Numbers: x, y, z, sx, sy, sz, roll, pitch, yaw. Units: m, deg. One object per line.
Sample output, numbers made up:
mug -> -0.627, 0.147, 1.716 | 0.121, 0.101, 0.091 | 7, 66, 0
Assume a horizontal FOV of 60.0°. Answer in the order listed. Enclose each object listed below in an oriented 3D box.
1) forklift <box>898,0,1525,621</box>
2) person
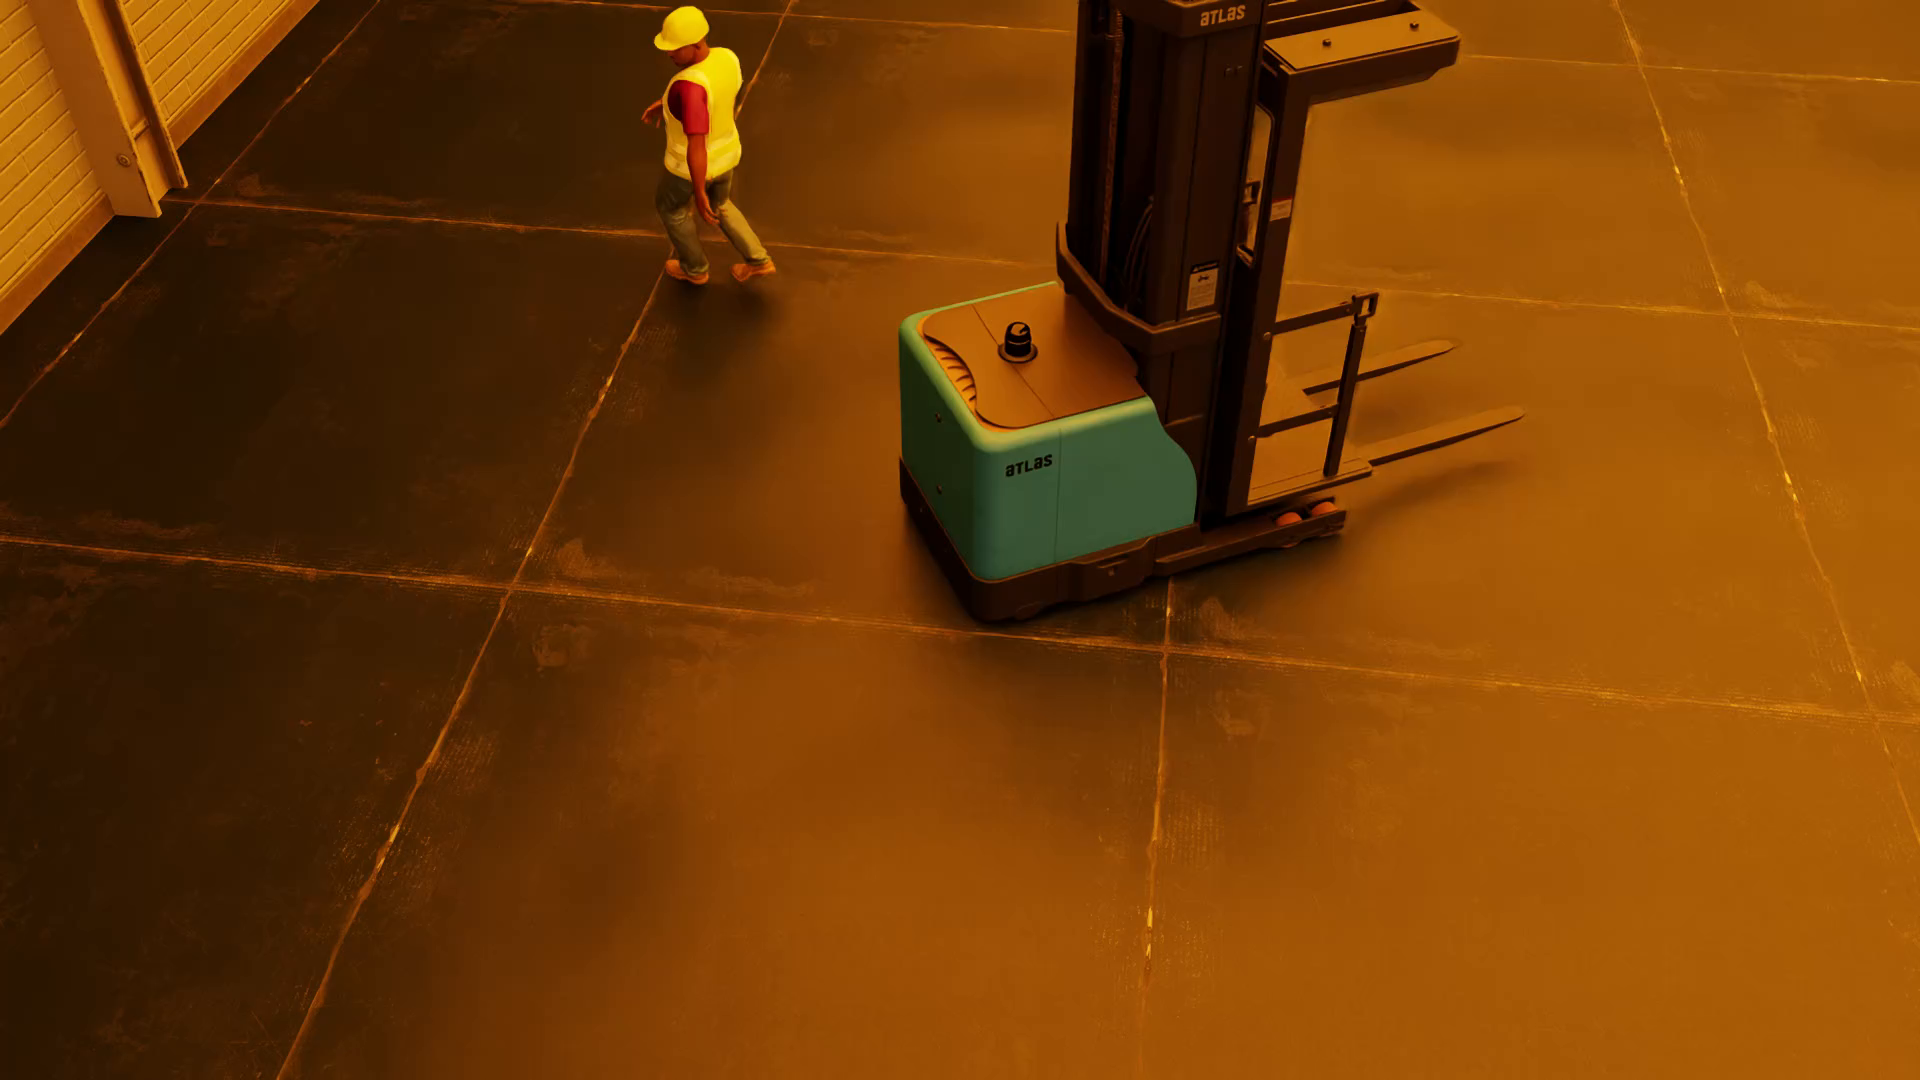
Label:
forklift -> 1.279, -1.360, 7.205 | 3.031, 2.935, 1.130 | -16, 45, -16
person -> -1.375, -2.044, 8.877 | 0.791, 1.693, 0.655 | 29, 50, 28
